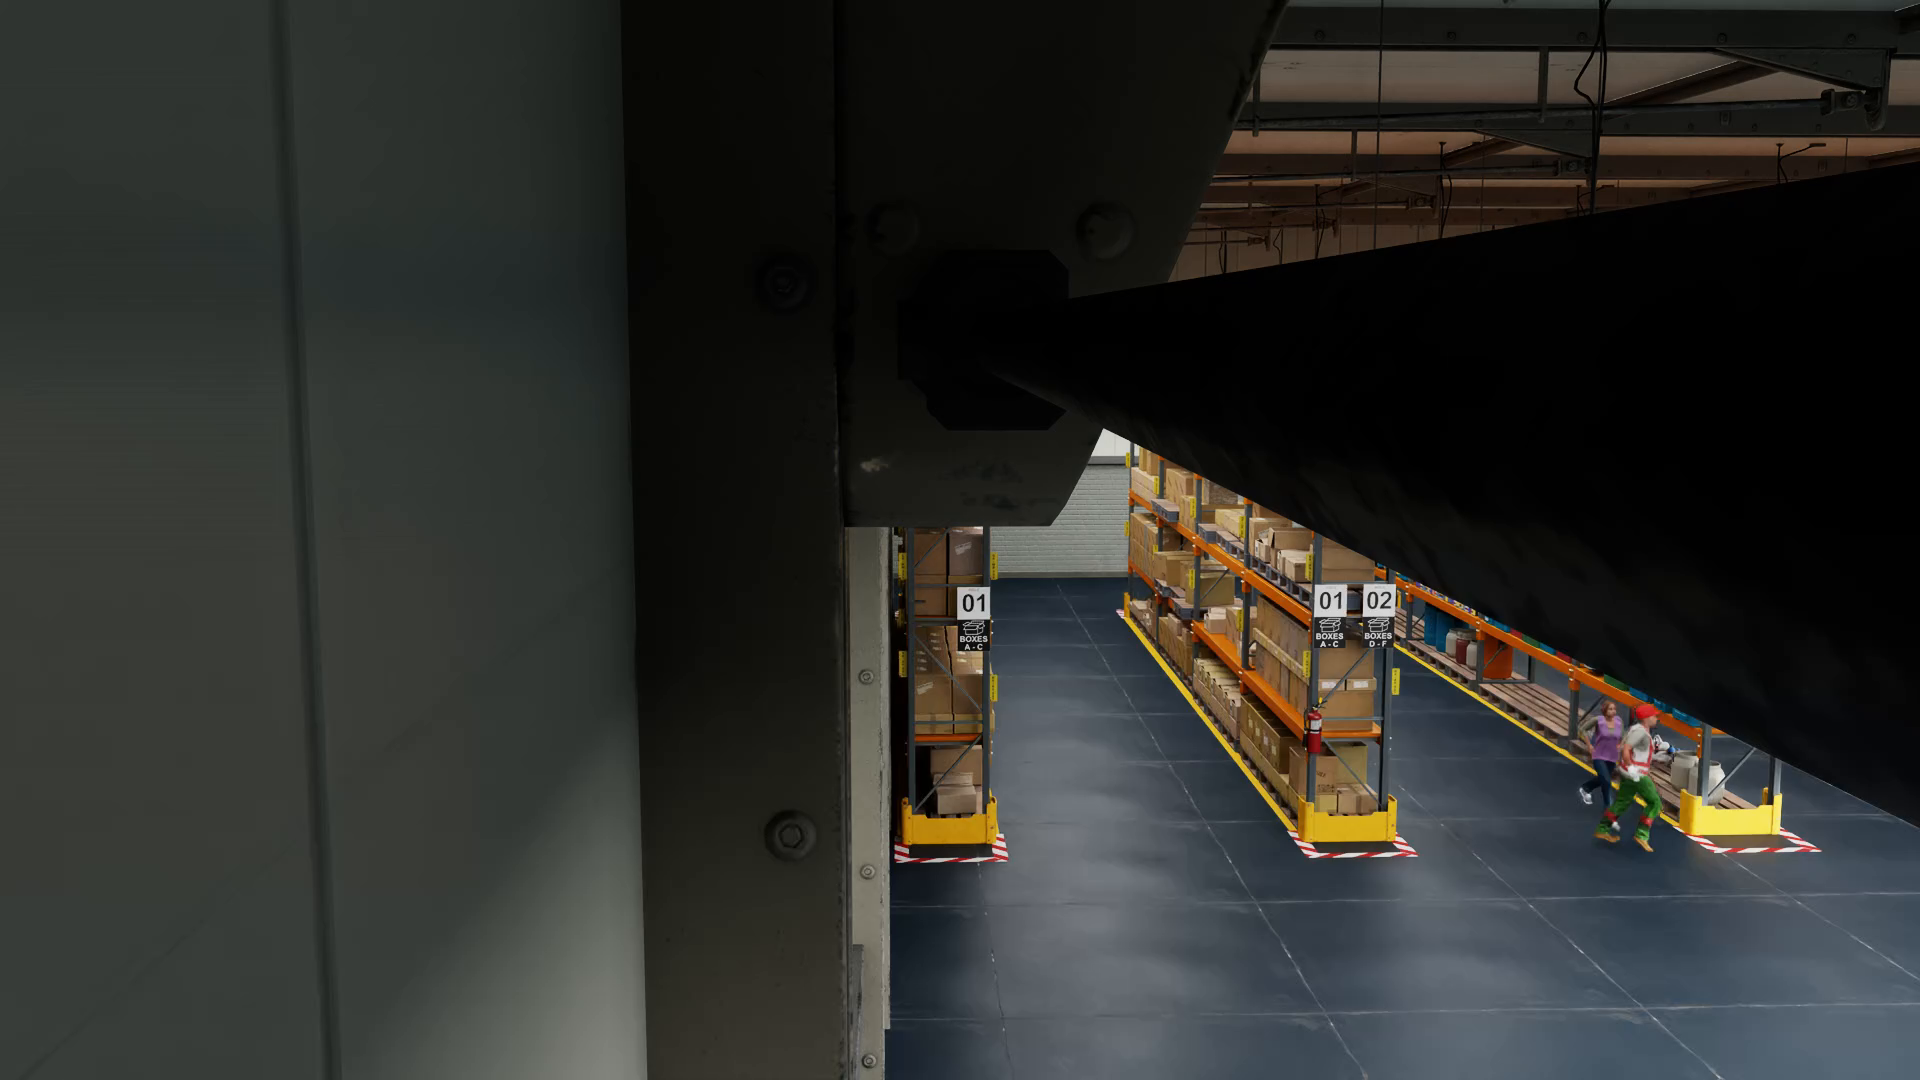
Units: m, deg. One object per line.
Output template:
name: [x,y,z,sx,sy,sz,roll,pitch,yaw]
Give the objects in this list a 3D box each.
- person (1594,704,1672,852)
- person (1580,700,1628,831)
person: [8.216,2.878,20.213,0.854,1.799,0.577,1,7,9]
person: [8.272,2.825,21.362,0.495,1.626,0.974,-2,7,-12]
